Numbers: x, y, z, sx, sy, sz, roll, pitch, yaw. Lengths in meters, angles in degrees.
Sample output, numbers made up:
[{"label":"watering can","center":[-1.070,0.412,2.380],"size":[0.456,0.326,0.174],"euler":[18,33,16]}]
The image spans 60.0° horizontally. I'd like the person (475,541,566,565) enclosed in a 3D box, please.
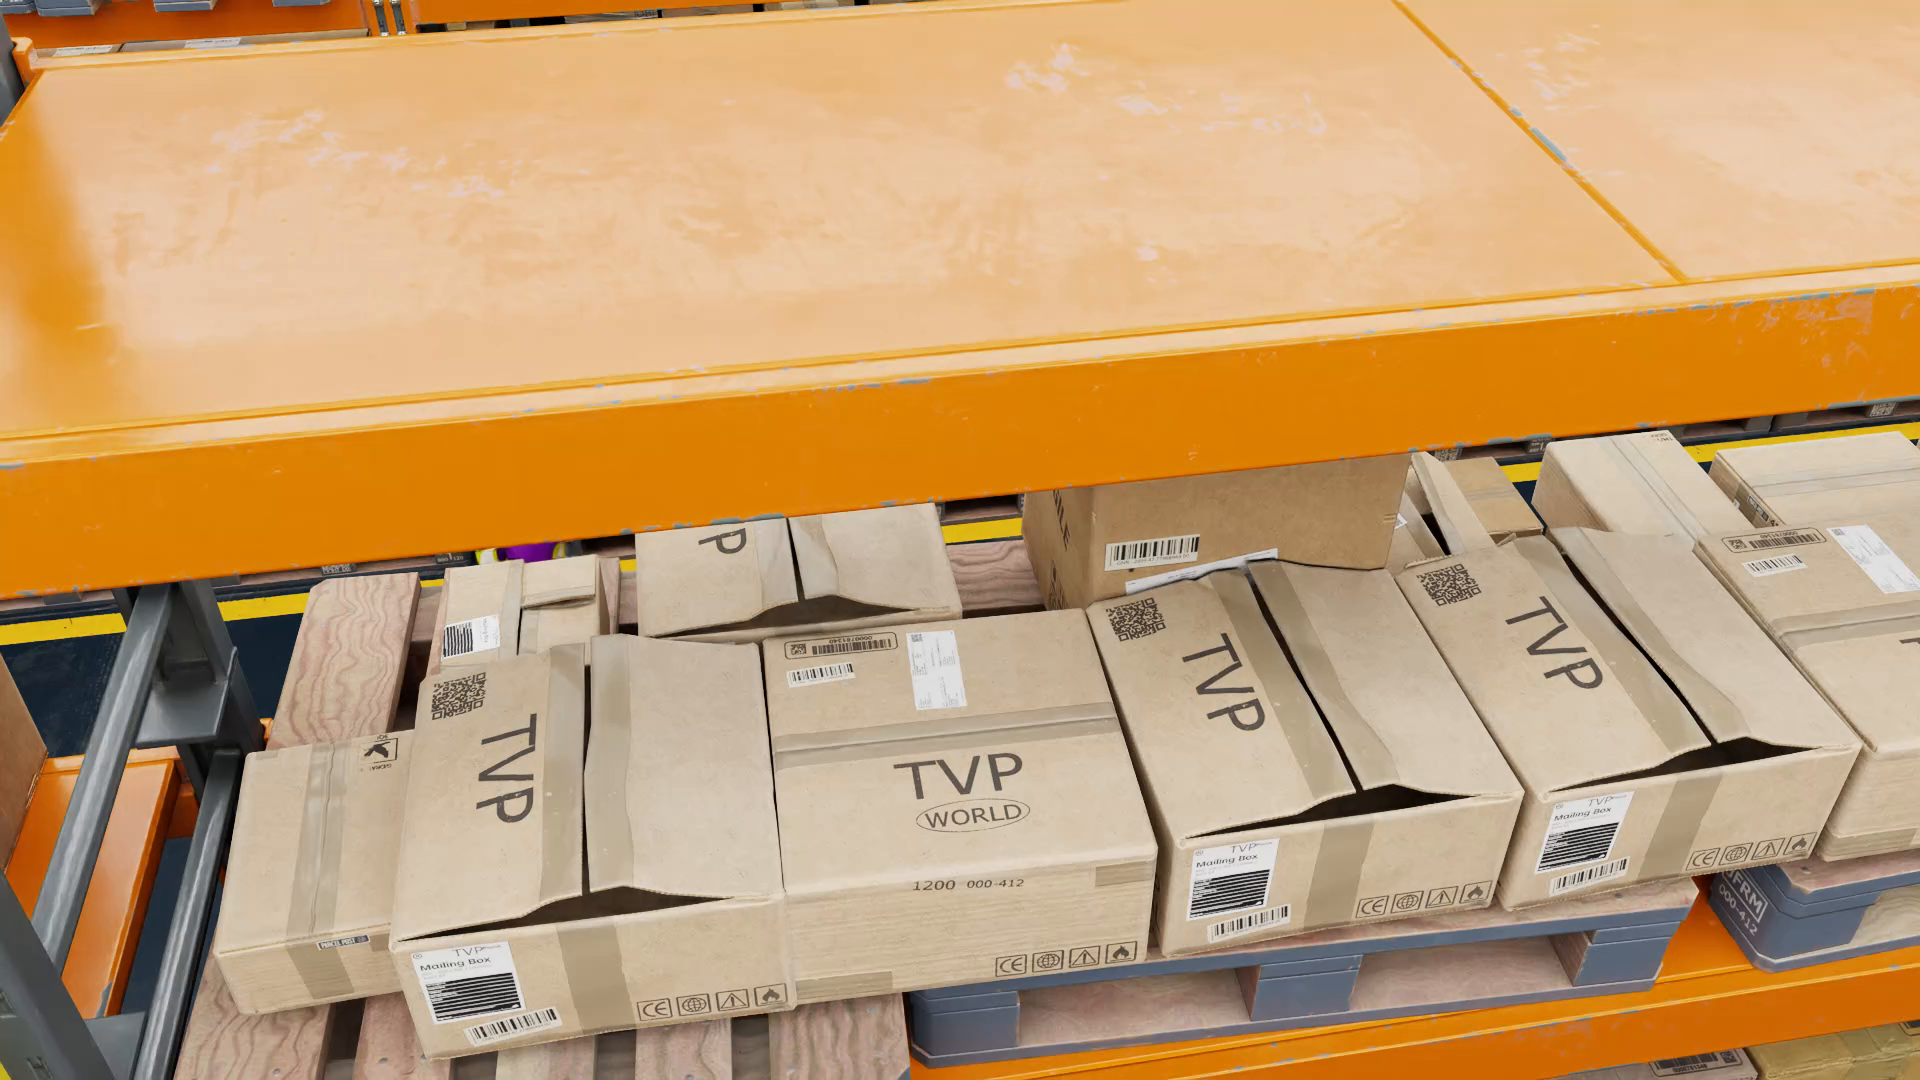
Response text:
[{"label":"person","center":[-1.689,0.270,6.260],"size":[1.053,1.703,0.580],"euler":[-15,41,-18]}]
